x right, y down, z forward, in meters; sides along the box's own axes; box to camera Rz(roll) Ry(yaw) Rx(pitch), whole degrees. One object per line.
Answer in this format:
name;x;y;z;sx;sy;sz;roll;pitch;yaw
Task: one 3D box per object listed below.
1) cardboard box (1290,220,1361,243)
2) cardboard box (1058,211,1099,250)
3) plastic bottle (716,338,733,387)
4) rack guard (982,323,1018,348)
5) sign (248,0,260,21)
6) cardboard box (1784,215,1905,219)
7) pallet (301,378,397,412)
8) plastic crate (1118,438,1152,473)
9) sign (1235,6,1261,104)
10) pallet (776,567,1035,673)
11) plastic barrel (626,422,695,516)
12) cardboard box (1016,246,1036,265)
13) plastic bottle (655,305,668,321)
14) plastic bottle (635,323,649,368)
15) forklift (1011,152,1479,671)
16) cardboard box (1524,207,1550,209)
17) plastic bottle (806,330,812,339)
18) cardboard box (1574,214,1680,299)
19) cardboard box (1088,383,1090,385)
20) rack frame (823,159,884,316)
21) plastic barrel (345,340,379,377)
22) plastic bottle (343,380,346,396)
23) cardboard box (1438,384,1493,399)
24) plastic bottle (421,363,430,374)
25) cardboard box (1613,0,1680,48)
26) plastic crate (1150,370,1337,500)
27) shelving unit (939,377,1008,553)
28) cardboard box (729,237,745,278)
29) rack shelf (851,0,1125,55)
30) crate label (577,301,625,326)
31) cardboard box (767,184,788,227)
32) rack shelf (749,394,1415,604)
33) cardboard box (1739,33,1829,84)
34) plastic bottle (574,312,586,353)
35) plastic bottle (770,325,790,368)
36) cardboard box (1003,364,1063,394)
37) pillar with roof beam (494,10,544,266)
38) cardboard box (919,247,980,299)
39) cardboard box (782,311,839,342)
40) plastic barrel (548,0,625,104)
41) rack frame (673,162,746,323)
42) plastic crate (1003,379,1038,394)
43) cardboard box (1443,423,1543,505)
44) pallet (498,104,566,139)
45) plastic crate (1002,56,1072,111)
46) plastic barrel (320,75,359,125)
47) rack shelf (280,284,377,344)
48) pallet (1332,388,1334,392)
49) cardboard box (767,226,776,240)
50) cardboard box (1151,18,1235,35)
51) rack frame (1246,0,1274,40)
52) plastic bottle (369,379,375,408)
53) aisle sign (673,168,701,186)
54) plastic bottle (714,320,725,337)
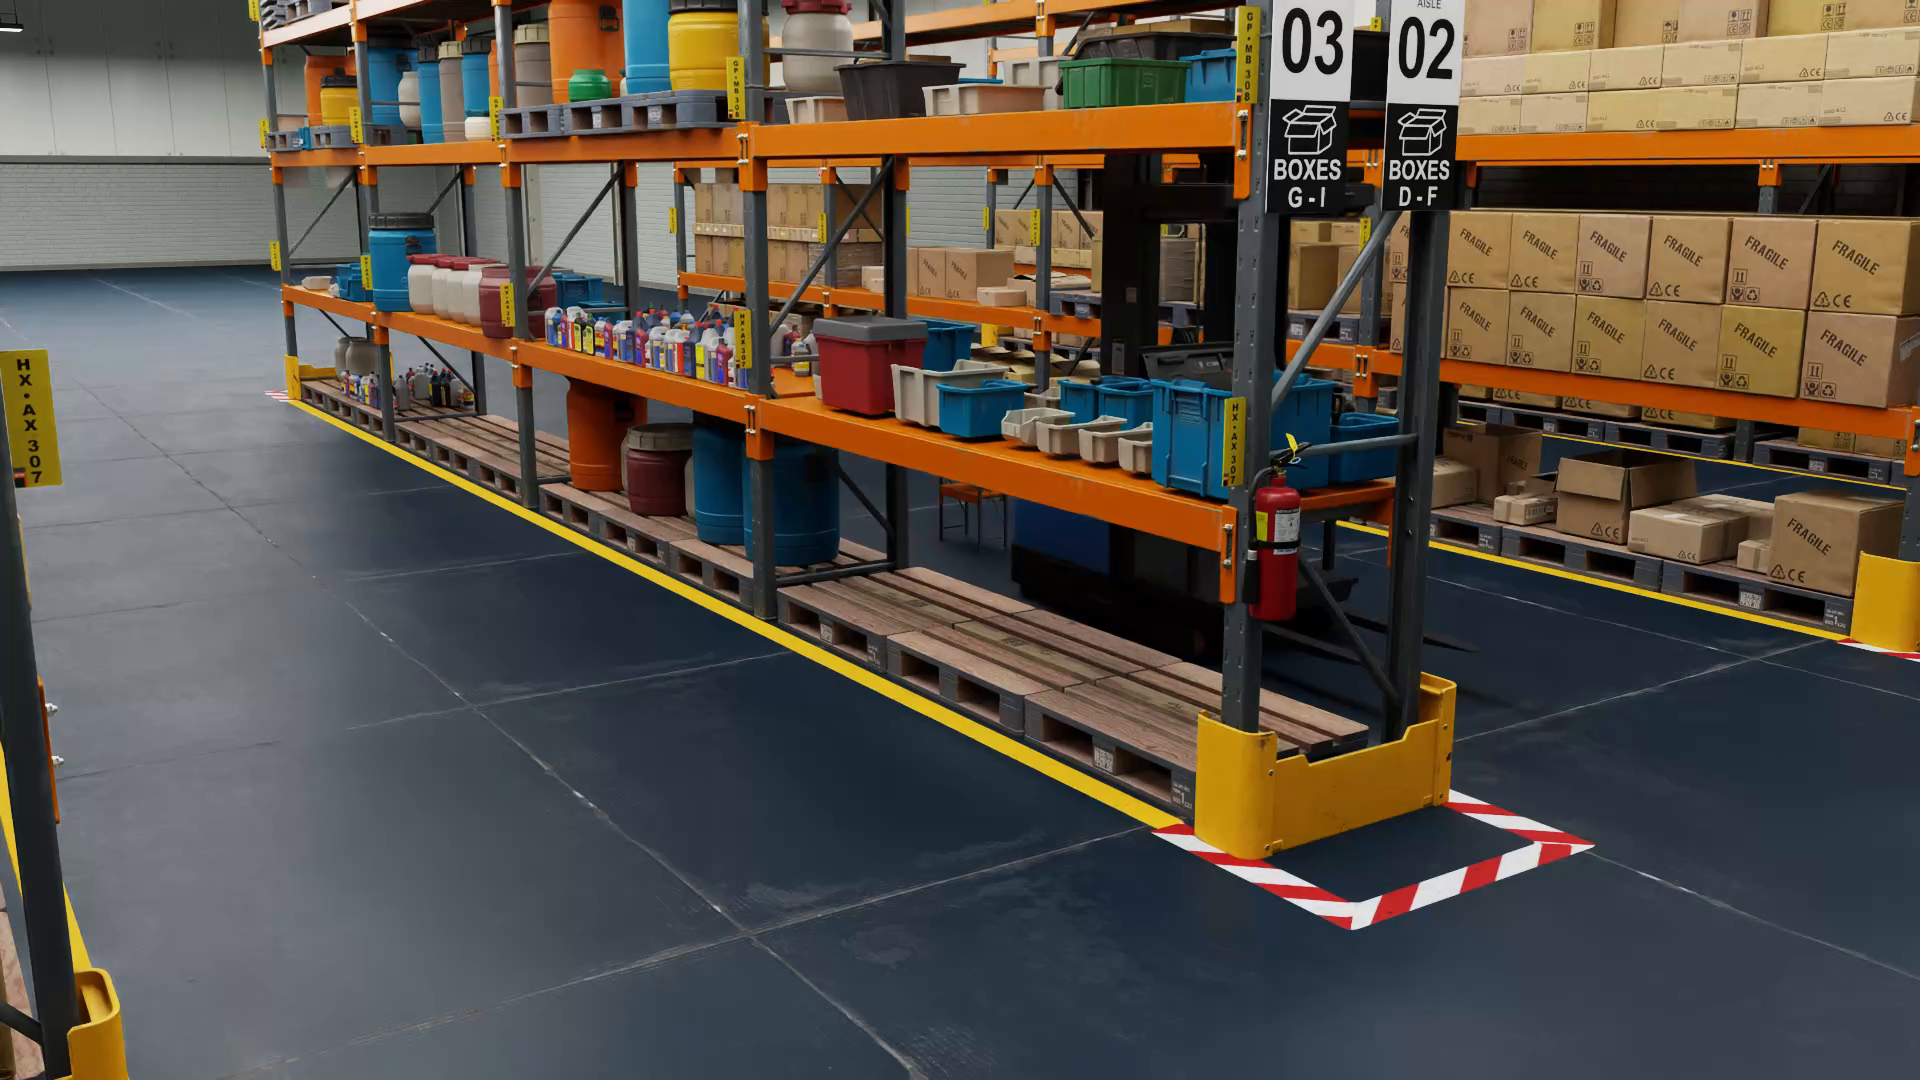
cardboard box;4.292;-3.508;19.618;0.700;0.500;0.500;-8;15;-33
cardboard box;1.694;-4.276;22.942;0.500;0.500;0.500;-8;14;-31
plastic bottle;-1.415;-1.069;10.003;0.061;0.283;0.133;-8;15;-33
rack guard;0.880;-3.131;25.009;1.175;0.500;0.348;-8;15;-33
sign;-7.870;-5.957;18.528;0.100;0.325;0.005;-8;15;-33
cardboard box;5.258;-1.672;9.914;0.500;0.500;0.500;-8;15;-32
pallet;-6.883;-1.678;19.039;1.003;0.211;1.213;-8;15;-33
plastic crate;0.852;-0.371;7.016;0.396;0.136;0.243;-8;15;-33
sign;1.006;-1.694;5.809;0.100;0.325;0.005;-8;15;-33
pallet;-0.322;0.430;9.403;1.003;0.211;1.213;-8;15;-33
plastic barrel;-2.067;-0.511;11.841;0.600;0.588;0.708;-8;15;-33
cardboard box;1.143;-4.087;23.834;0.500;0.250;0.500;-9;15;-35
plastic bottle;-2.270;-1.651;12.662;0.061;0.283;0.133;-8;15;-33
plastic bottle;-2.100;-1.289;11.009;0.061;0.283;0.133;-8;15;-33
forklift;1.521;-0.905;9.140;1.130;2.935;3.031;-8;14;-31
cardboard box;6.021;-3.371;17.521;0.500;0.250;0.500;-9;15;-35
plastic bottle;-0.945;-1.212;10.685;0.097;0.271;0.097;0;12;0
cardboard box;4.249;-1.790;10.450;0.500;0.500;0.500;-8;14;-31
cardboard box;1.457;-1.142;14.885;0.500;0.500;0.500;-9;15;-35
rack frame;-1.068;-3.067;18.866;1.000;3.000;0.127;-8;15;-33
plastic barrel;-6.704;-1.986;18.760;0.421;0.512;0.421;0;12;0
plastic bottle;-6.608;-1.663;17.966;0.097;0.201;0.097;0;12;0
cardboard box;5.568;-1.951;17.813;0.750;0.750;0.750;-8;15;-34
plastic bottle;-5.739;-1.737;17.956;0.144;0.351;0.185;-7;14;-30
cardboard box;4.510;-3.300;10.336;0.700;0.500;0.500;-8;15;-33
plastic crate;1.114;-0.431;6.590;0.616;0.435;0.499;-8;15;-33
shelving unit;0.092;-0.557;11.599;0.258;1.200;0.503;-8;15;-33
cardboard box;-2.471;-3.561;20.890;0.700;0.500;0.500;-8;15;-32
rack shelf;0.040;-5.095;16.718;1.077;0.370;4.000;-8;15;-33
crate label;-2.899;-1.808;13.498;0.303;0.233;0.416;-8;15;-33
cardboard box;-1.877;-4.007;19.892;0.700;0.500;0.500;-8;15;-33
rack shelf;0.347;-0.352;8.132;1.077;0.370;4.000;-8;15;-33
cardboard box;4.806;-2.719;9.435;0.500;0.250;0.500;-8;15;-33
plastic bottle;-2.714;-1.486;11.911;0.061;0.283;0.133;-8;15;-33
plastic bottle;-1.214;-1.290;11.031;0.152;0.276;0.135;-8;15;-33
cardboard box;0.653;-1.556;16.095;0.500;0.311;0.500;-8;14;-31
pillar with roof beam;-14.936;-11.033;41.250;9.100;9.000;0.548;-8;15;-33
cardboard box;-0.087;-2.795;17.386;0.500;0.500;0.500;-8;15;-33
cardboard box;-1.774;-2.442;19.707;0.500;0.500;0.500;-8;15;-33
plastic barrel;-2.666;-3.549;12.060;0.600;0.830;0.708;-8;15;-33
rack frame;-3.284;-3.779;22.119;1.000;3.000;0.127;-8;15;-33
plastic crate;0.082;-0.786;8.940;0.437;0.125;0.590;-8;15;-33
cardboard box;3.916;-0.570;12.270;0.500;0.500;0.500;-8;15;-33
pallet;-2.635;-2.996;11.960;1.003;0.211;1.213;-8;15;-33
plastic crate;0.484;-2.186;8.091;0.437;0.282;0.530;-8;15;-33
plastic barrel;-6.673;-4.768;18.197;0.600;0.588;0.600;0;12;0
rack shelf;-6.302;-2.486;17.891;1.077;0.370;4.000;-8;15;-33
pallet;4.166;-1.936;20.223;1.003;0.211;1.213;-8;15;-33
cardboard box;-2.099;-3.682;19.925;0.380;0.149;0.250;-8;14;-31
cardboard box;1.950;-4.099;13.987;0.500;0.500;0.500;-8;15;-33
rack frame;1.455;-3.278;5.788;1.000;3.000;0.127;-8;15;-33
plastic bottle;-6.022;-1.508;17.065;0.061;0.283;0.133;-7;14;-29
aisle sign;-3.576;-5.024;21.729;0.394;0.787;0.004;-8;15;-33
plastic bottle;-1.525;-1.209;10.486;0.144;0.351;0.185;-8;15;-33
